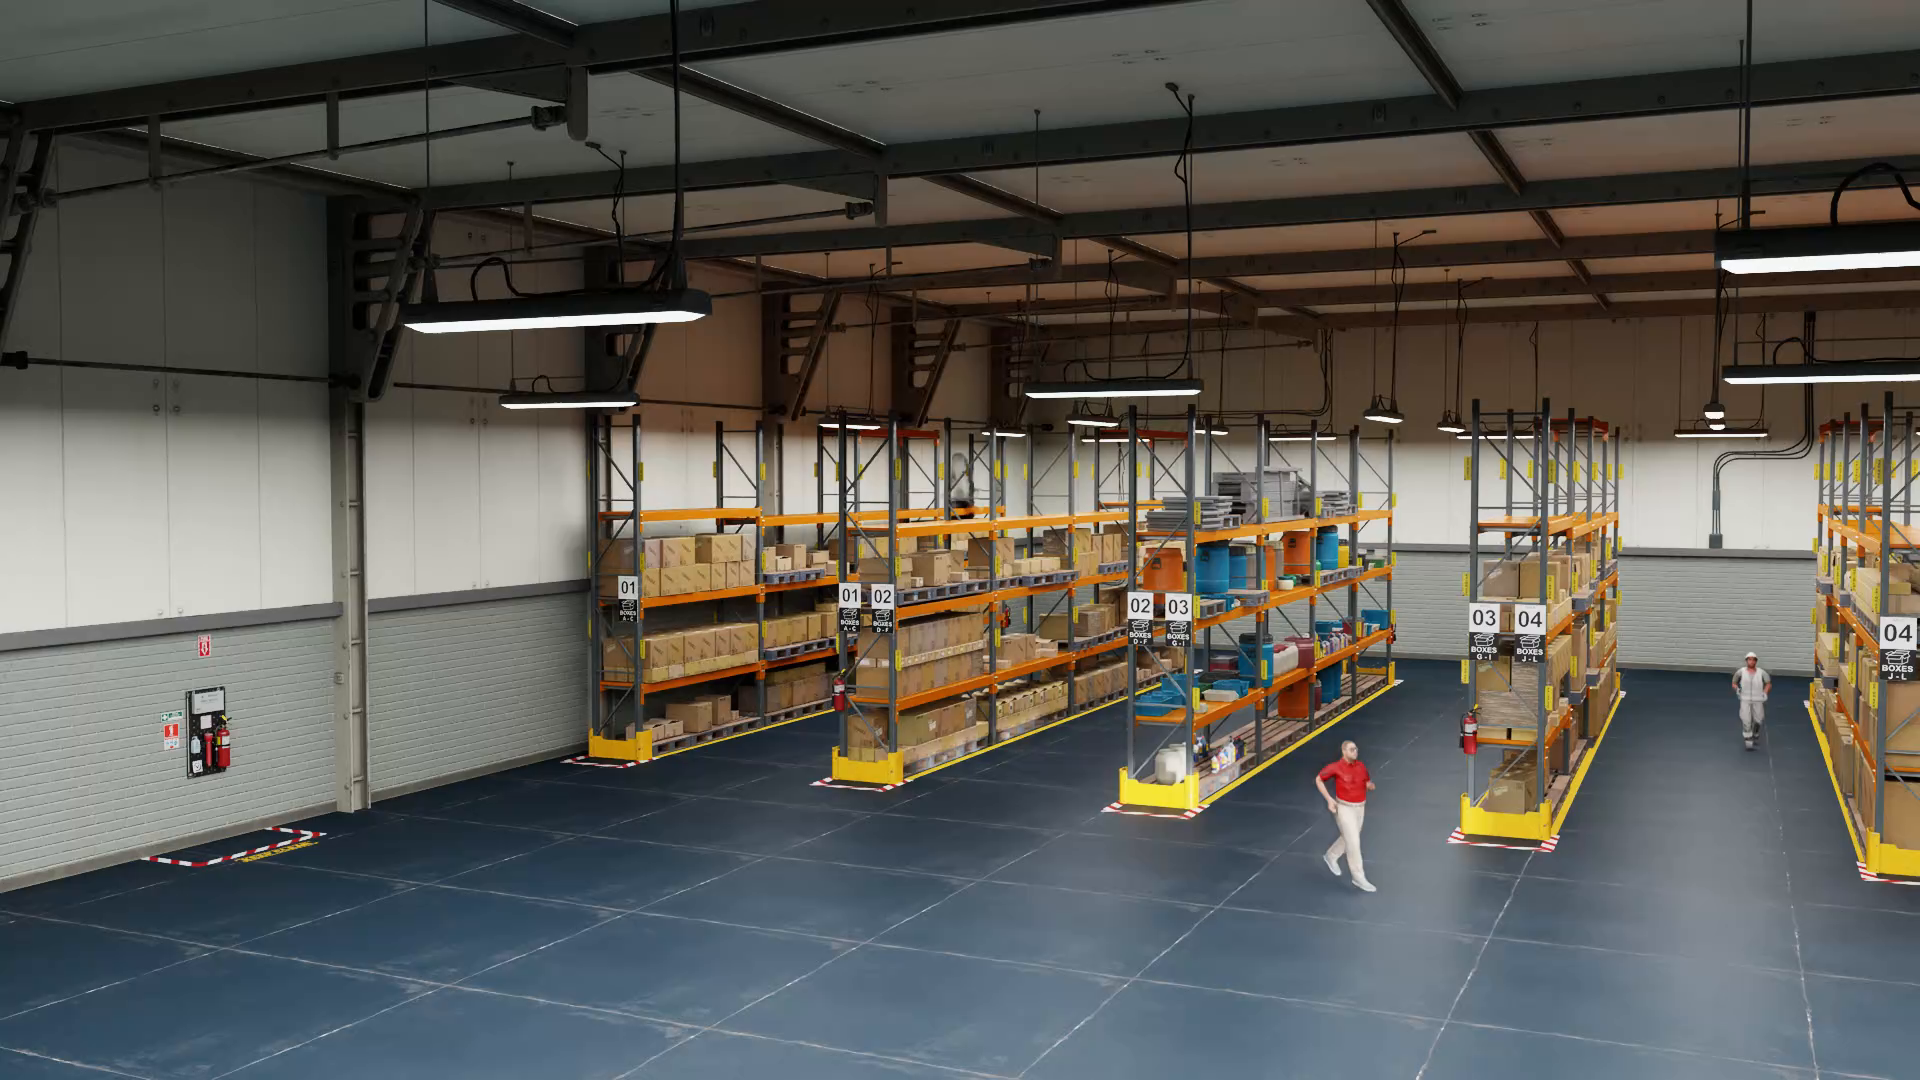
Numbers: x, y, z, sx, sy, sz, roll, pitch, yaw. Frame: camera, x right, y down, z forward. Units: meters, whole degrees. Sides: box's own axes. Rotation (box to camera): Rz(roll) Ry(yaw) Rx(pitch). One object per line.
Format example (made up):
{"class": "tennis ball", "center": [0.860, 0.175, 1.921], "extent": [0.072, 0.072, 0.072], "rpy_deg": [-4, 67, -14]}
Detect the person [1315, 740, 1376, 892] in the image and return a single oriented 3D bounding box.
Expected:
{"class": "person", "center": [4.707, 3.288, 20.115], "extent": [0.658, 1.729, 0.974], "rpy_deg": [-2, 3, -34]}

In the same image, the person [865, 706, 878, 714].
{"class": "person", "center": [-1.689, 2.868, 31.869], "extent": [0.566, 1.630, 0.555], "rpy_deg": [1, 2, 19]}

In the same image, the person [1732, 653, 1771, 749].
{"class": "person", "center": [14.224, 2.898, 29.886], "extent": [0.649, 1.739, 0.604], "rpy_deg": [1, 3, 24]}
